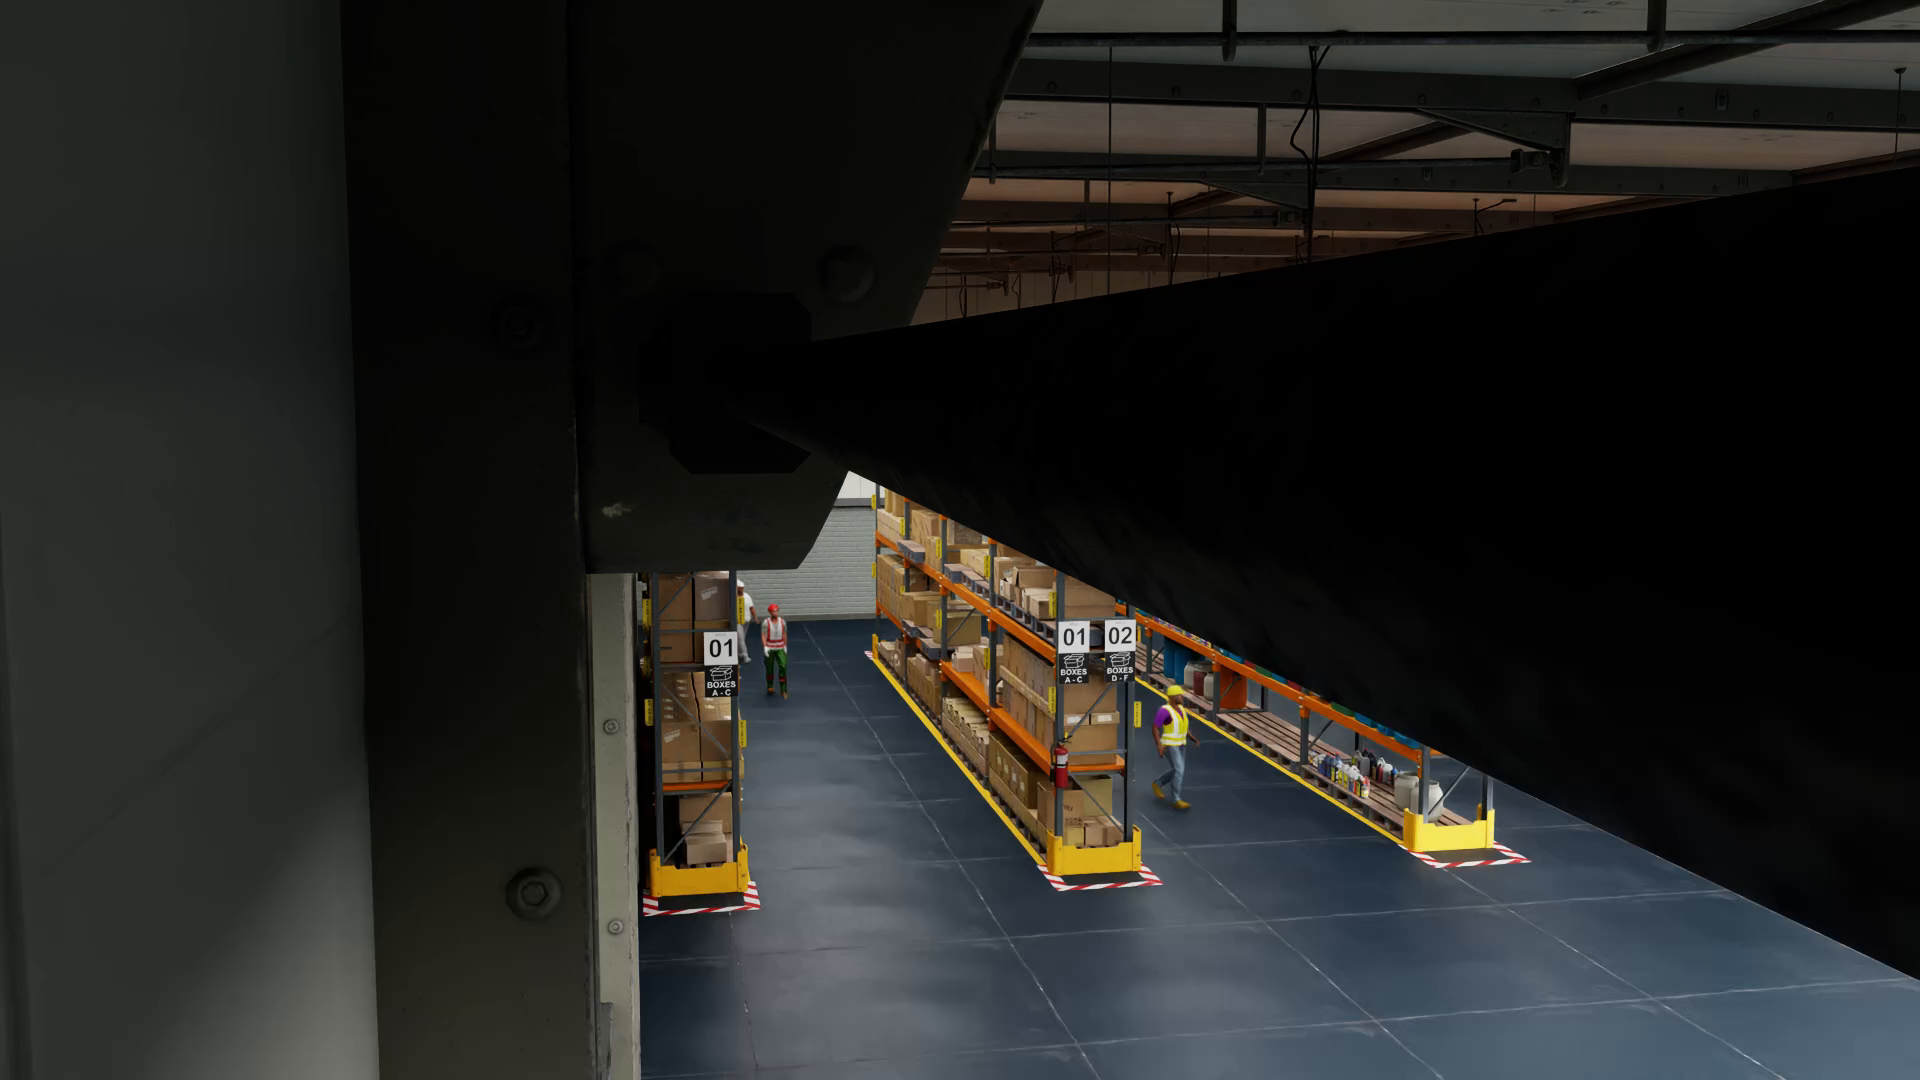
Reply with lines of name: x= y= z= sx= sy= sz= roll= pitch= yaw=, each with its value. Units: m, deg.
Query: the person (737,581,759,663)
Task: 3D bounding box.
person: x=-4.712 y=1.751 z=36.083 sx=0.614 sy=1.716 sz=0.999 roll=-4 pitch=7 yaw=-33

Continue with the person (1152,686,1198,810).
person: x=3.112 y=2.994 z=24.243 sx=0.801 sy=1.736 sz=0.671 roll=4 pitch=7 yaw=37

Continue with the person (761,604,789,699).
person: x=-3.585 y=2.155 z=32.229 sx=0.540 sy=1.822 sz=0.785 roll=-2 pitch=6 yaw=-16
